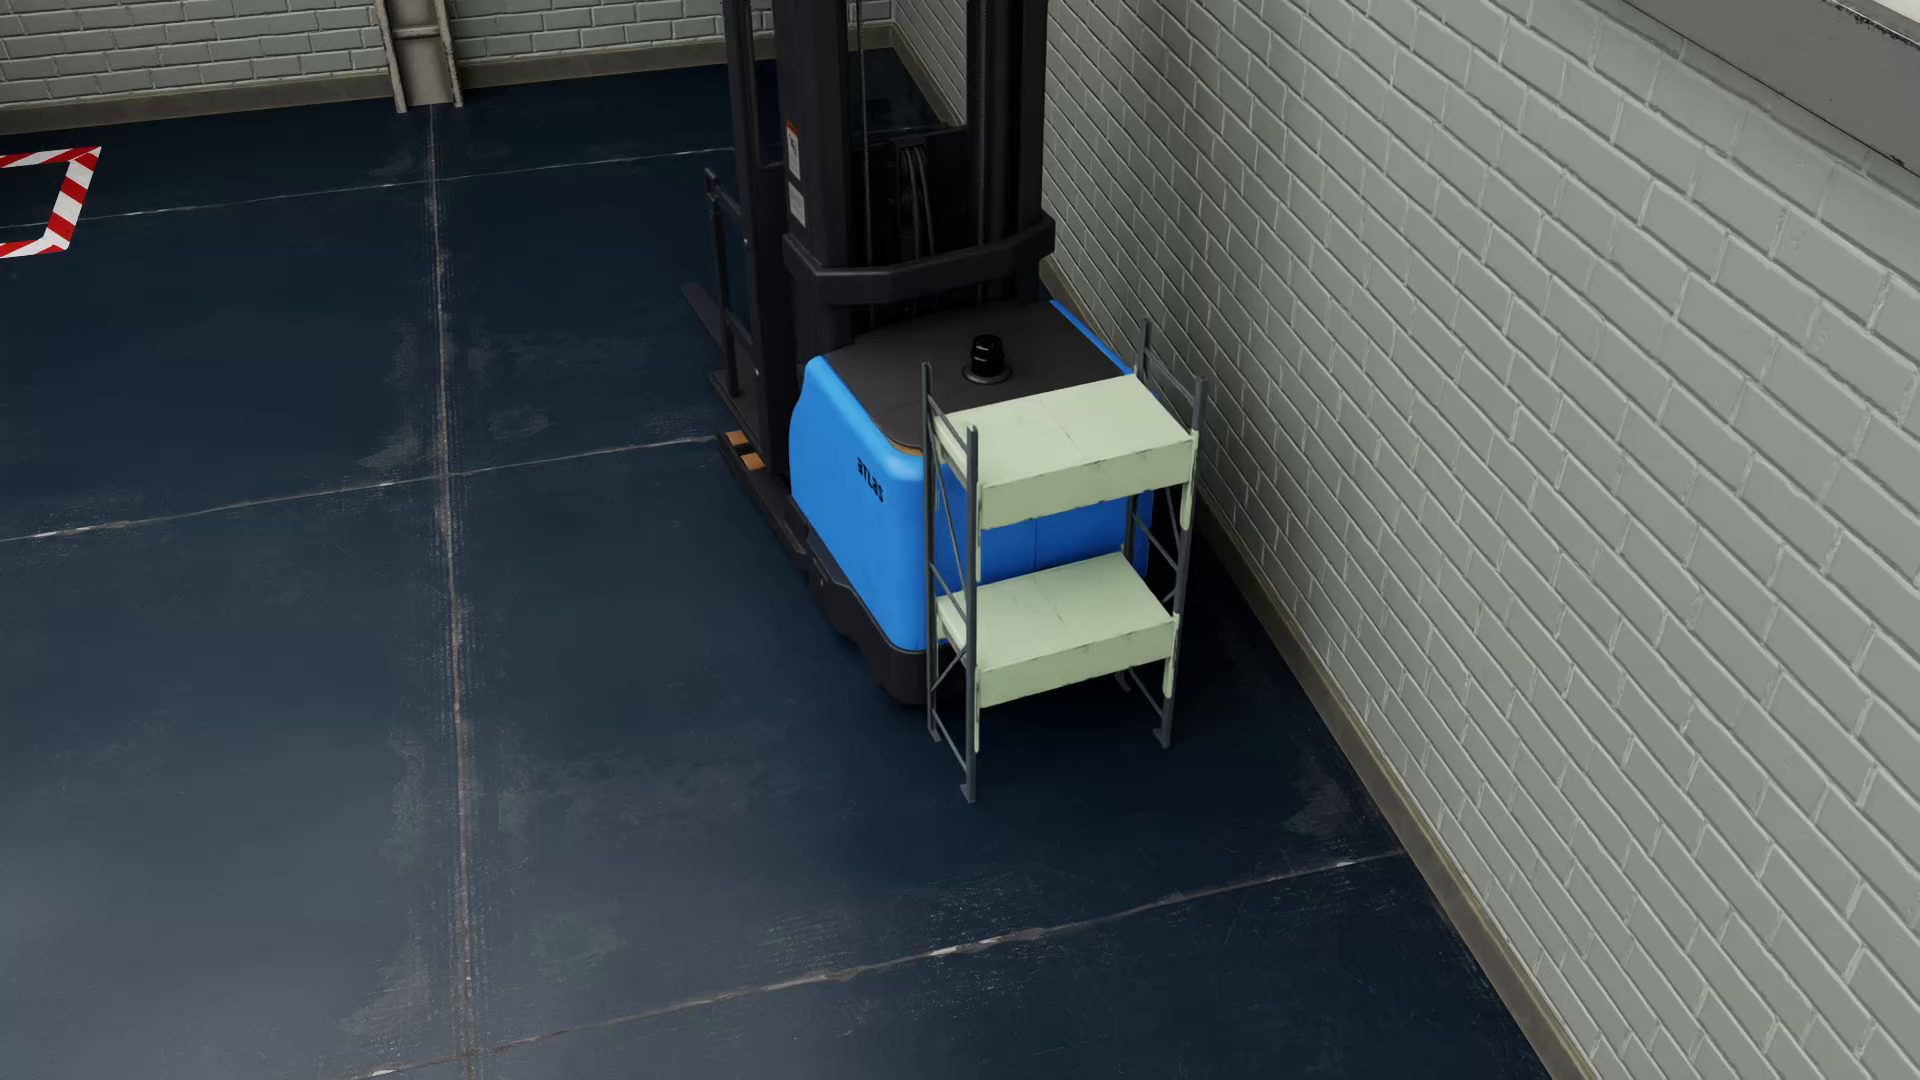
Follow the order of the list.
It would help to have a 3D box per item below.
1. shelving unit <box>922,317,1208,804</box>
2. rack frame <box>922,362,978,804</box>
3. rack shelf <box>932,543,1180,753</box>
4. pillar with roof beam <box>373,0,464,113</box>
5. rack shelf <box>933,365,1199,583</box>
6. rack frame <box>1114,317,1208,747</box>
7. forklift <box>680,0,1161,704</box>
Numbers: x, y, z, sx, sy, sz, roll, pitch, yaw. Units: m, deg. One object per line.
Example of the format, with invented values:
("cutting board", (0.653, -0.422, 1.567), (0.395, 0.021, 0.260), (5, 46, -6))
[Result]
("shelving unit", (0.308, 0.095, 5.391), (0.755, 1.500, 0.431), (-14, 39, -17))
("rack frame", (-0.032, 0.177, 5.284), (0.023, 1.500, 0.400), (-14, 39, -17))
("rack shelf", (0.308, 0.354, 5.589), (0.720, 0.370, 0.431), (-14, 39, -17))
("pillar with roof beam", (-2.163, -3.780, 4.285), (0.400, 9.000, 9.100), (-9, 38, -12))
("rack shelf", (0.308, -0.215, 5.154), (0.720, 0.370, 0.431), (-14, 39, -17))
("rack frame", (0.648, 0.013, 5.499), (0.023, 1.500, 0.400), (-14, 39, -17))
("forklift", (-0.387, -1.471, 6.261), (1.130, 2.935, 3.031), (-16, 40, -20))
